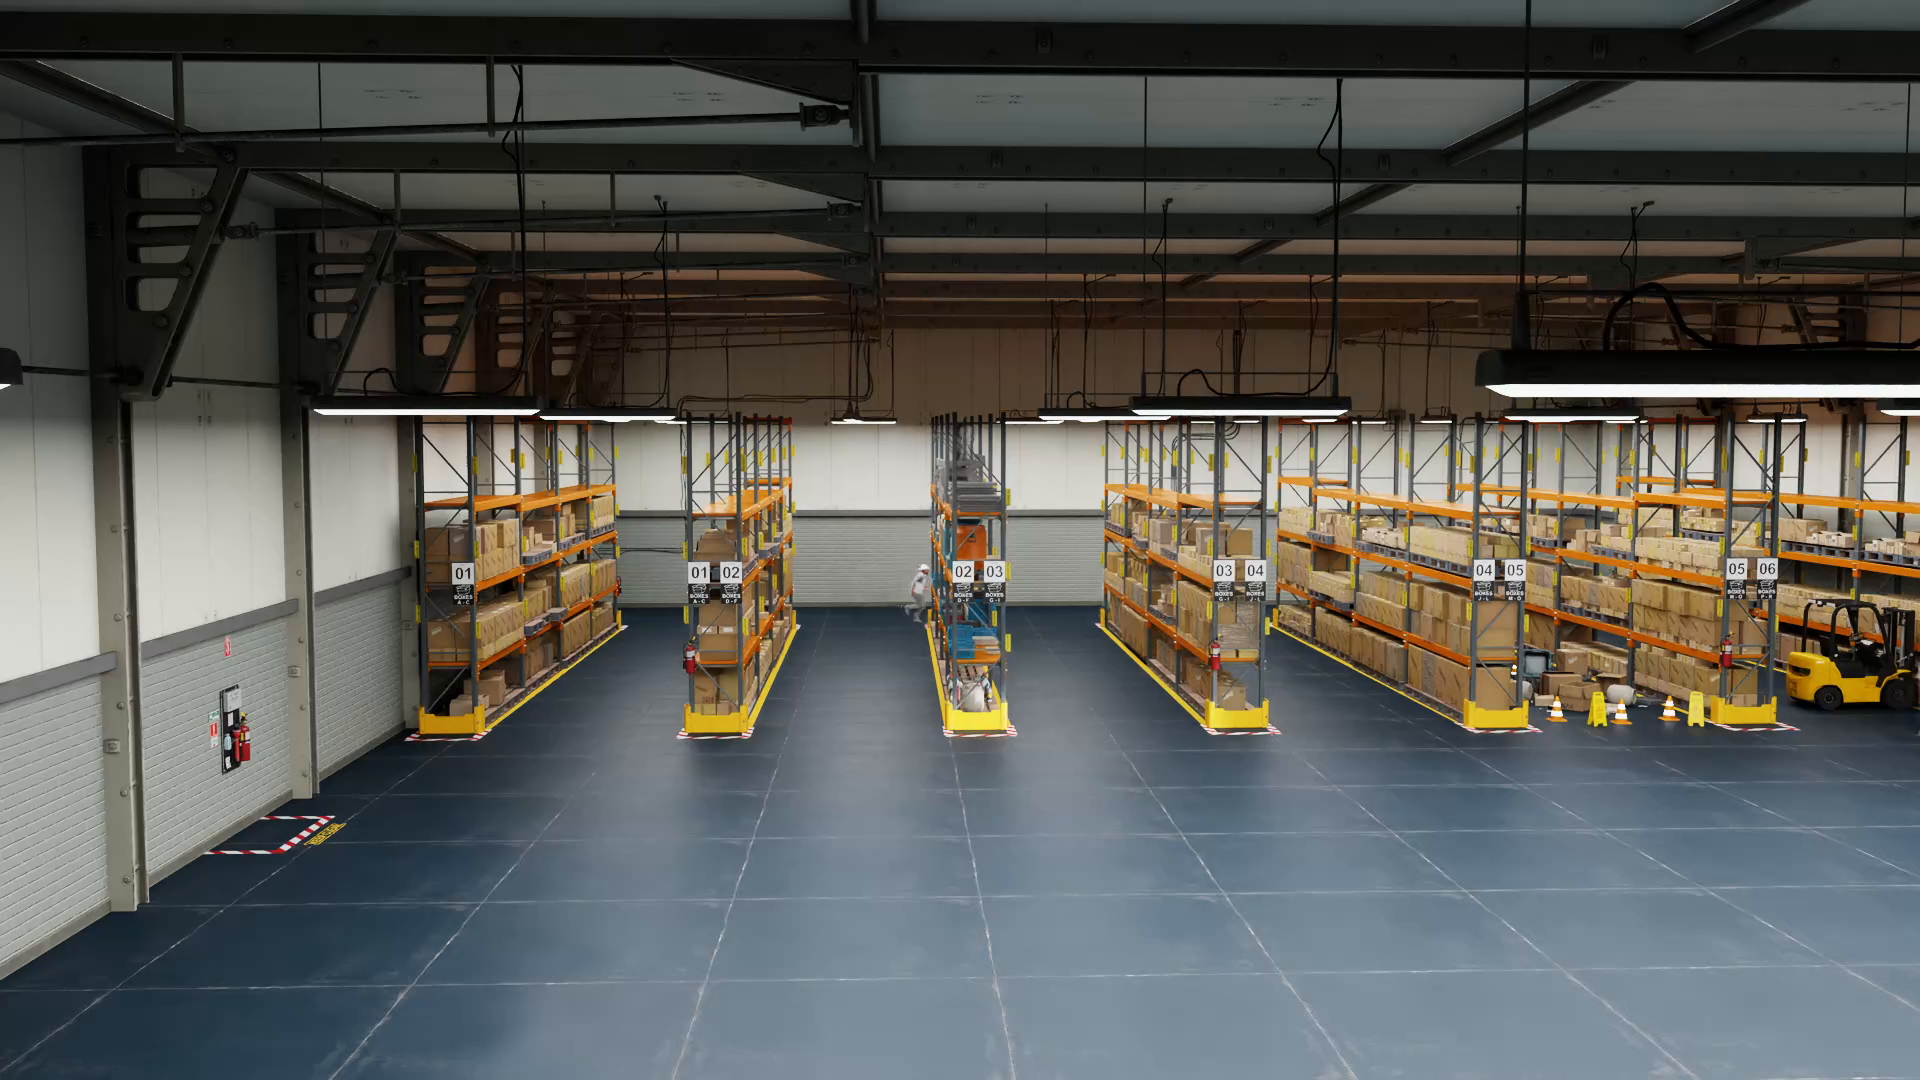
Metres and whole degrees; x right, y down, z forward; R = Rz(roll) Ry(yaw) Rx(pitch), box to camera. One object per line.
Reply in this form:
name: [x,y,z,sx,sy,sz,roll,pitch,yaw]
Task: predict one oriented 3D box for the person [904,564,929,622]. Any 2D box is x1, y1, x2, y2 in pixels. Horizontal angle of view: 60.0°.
person: [-1.254,1.567,48.890,0.768,1.709,0.652,0,4,3]
